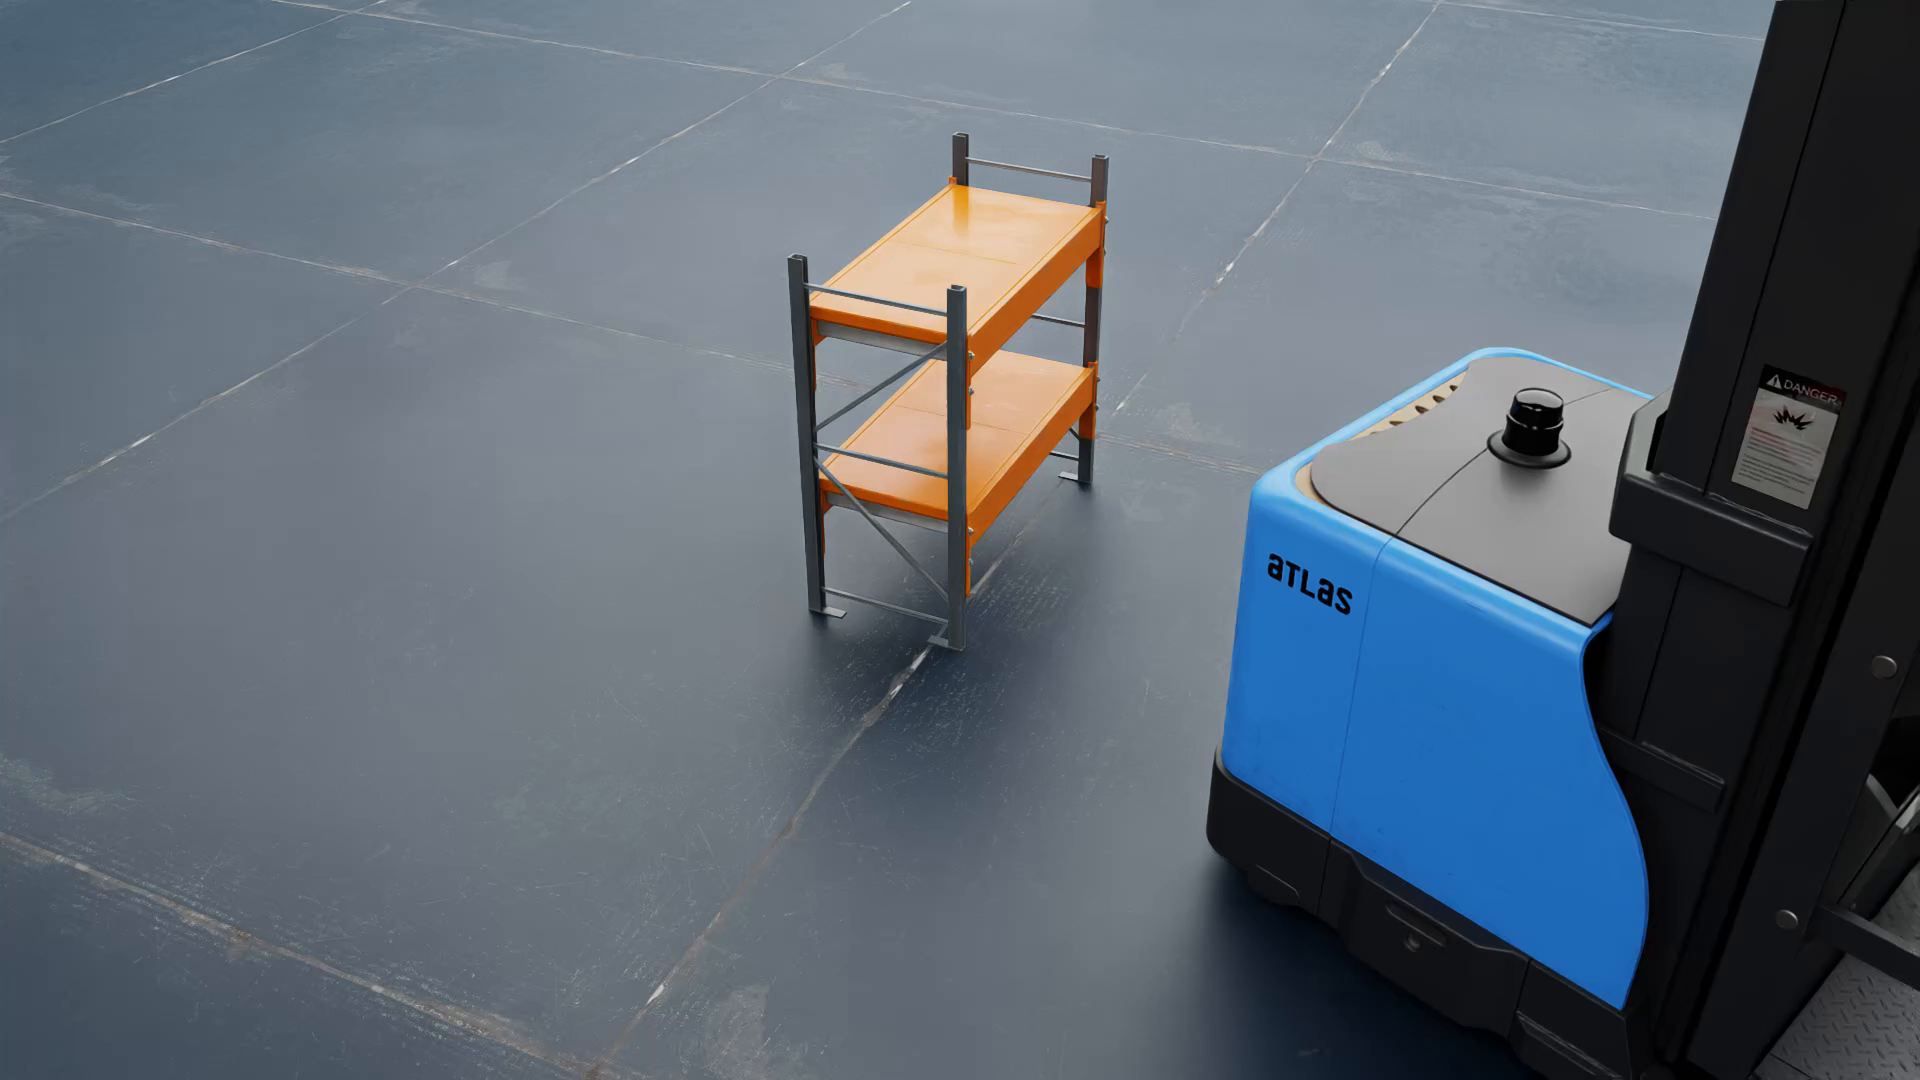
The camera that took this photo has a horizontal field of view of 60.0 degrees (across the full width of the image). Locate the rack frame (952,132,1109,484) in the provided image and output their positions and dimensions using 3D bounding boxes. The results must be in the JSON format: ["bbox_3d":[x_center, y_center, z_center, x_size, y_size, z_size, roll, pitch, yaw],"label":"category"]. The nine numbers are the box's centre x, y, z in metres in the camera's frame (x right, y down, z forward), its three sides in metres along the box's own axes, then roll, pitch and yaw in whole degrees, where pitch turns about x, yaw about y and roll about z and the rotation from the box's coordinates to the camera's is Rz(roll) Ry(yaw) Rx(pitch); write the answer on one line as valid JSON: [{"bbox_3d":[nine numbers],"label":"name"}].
[{"bbox_3d":[0.210,-0.720,5.323,0.500,1.125,0.032,14,36,20],"label":"rack frame"}]

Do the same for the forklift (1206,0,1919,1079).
[{"bbox_3d":[1.982,-0.054,2.660,1.130,2.935,3.031,-28,42,-36],"label":"forklift"}]

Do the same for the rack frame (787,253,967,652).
[{"bbox_3d":[-0.216,-0.214,4.550,0.500,1.125,0.032,14,36,20],"label":"rack frame"}]

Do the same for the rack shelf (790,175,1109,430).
[{"bbox_3d":[-0.003,-0.712,4.776,0.538,0.278,1.000,14,36,20],"label":"rack shelf"}]

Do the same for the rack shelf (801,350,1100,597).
[{"bbox_3d":[-0.003,-0.263,5.070,0.538,0.278,1.000,14,36,20],"label":"rack shelf"}]

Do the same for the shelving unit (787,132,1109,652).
[{"bbox_3d":[-0.003,-0.467,4.936,0.538,1.125,1.048,14,36,20],"label":"shelving unit"}]
